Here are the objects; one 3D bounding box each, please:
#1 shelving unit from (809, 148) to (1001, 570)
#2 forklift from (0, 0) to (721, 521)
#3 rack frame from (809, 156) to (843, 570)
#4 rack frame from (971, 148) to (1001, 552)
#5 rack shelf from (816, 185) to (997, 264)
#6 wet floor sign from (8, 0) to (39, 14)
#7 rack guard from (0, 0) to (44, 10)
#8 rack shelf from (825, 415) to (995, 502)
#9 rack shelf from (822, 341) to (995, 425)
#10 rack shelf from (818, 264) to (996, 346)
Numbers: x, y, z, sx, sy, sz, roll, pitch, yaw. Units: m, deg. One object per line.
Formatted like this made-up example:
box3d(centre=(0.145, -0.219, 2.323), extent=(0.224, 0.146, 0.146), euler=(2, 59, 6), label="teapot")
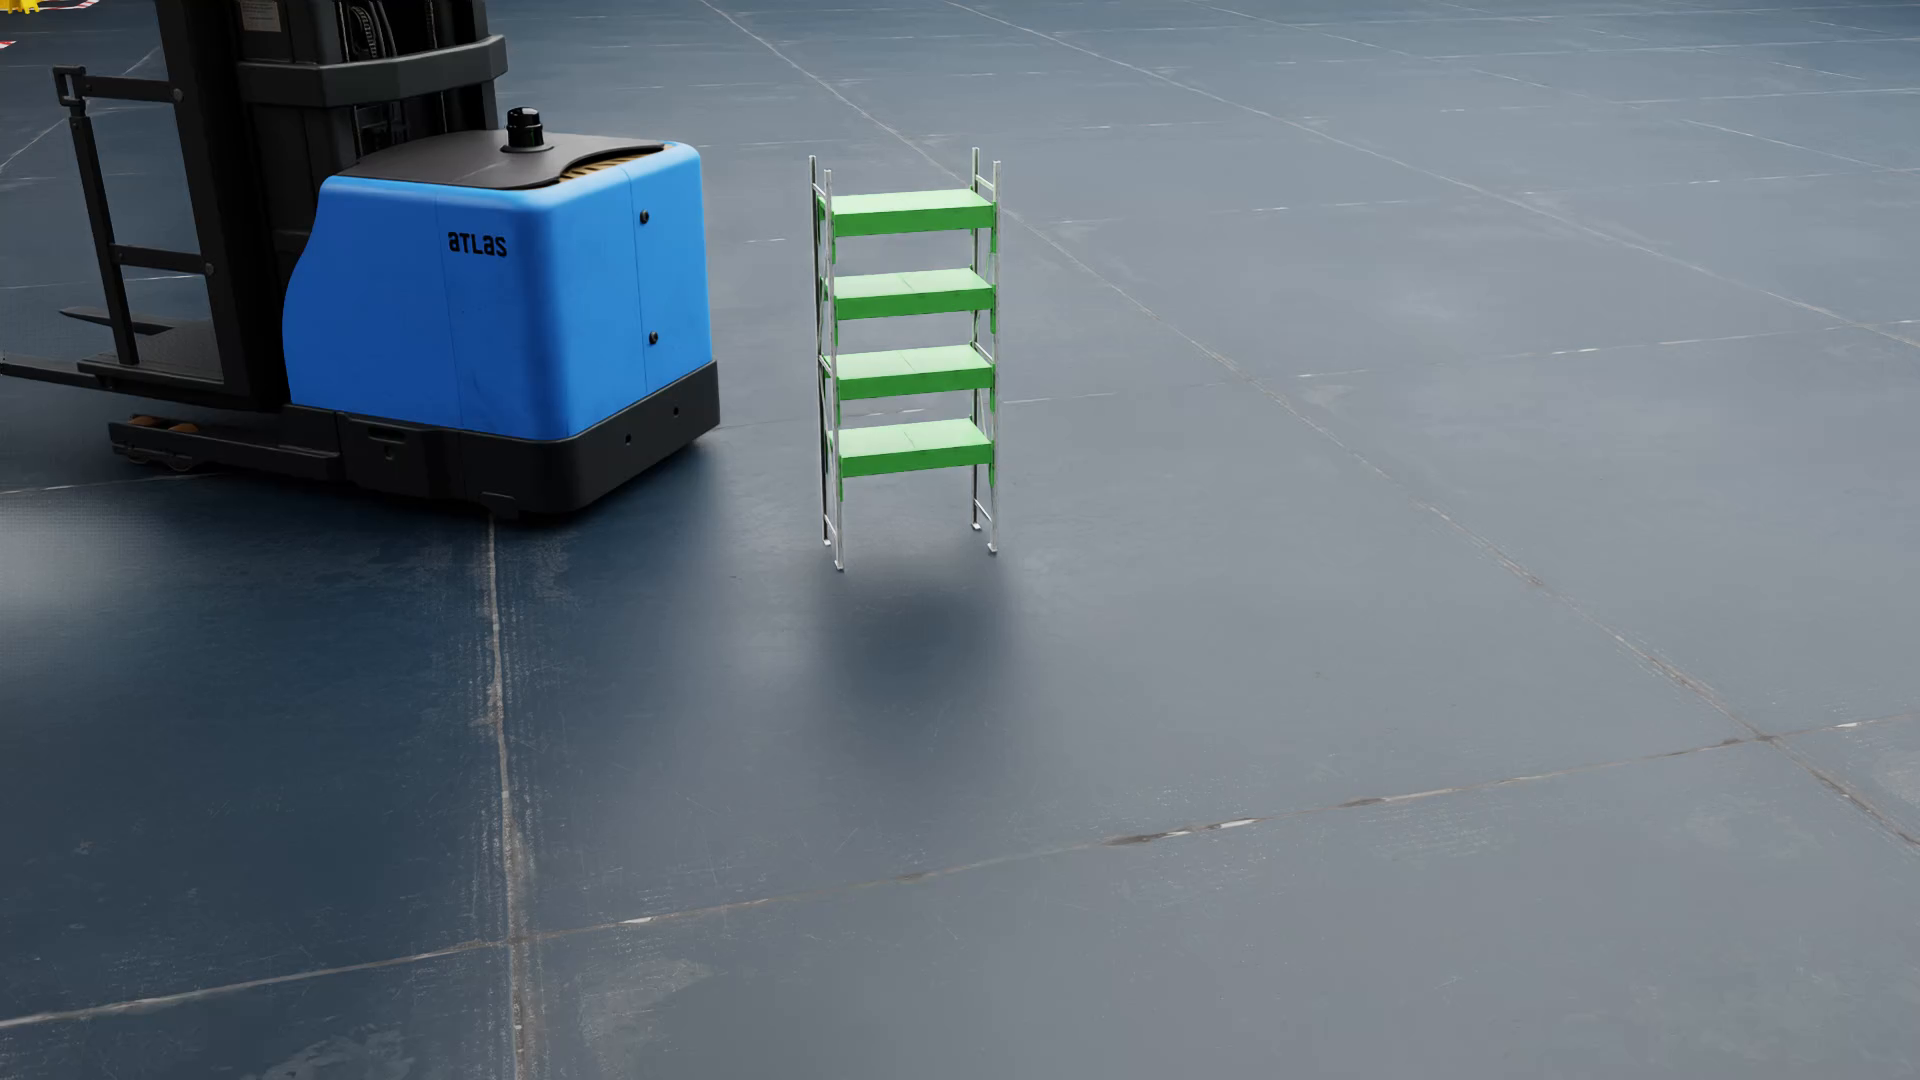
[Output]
box3d(centre=(-0.159, -0.534, 4.972), extent=(0.503, 1.200, 0.258), euler=(-6, 24, -14), label="shelving unit")
box3d(centre=(-2.442, -1.766, 5.650), extent=(3.031, 2.935, 1.130), euler=(9, 25, 20), label="forklift")
box3d(centre=(-0.394, -0.508, 4.912), extent=(0.015, 1.200, 0.240), euler=(-6, 24, -14), label="rack frame")
box3d(centre=(0.076, -0.560, 5.033), extent=(0.015, 1.200, 0.240), euler=(-6, 24, -14), label="rack frame")
box3d(centre=(-0.159, -0.916, 4.808), extent=(0.480, 0.148, 0.258), euler=(-6, 24, -14), label="rack shelf")
box3d(centre=(-11.329, -6.679, 19.998), extent=(0.232, 0.644, 0.267), euler=(2, 23, 4), label="wet floor sign")
box3d(centre=(-11.874, -6.990, 20.908), extent=(0.348, 0.500, 1.175), euler=(-6, 24, -14), label="rack guard")
box3d(centre=(-0.159, -0.254, 5.092), extent=(0.480, 0.148, 0.258), euler=(-6, 24, -14), label="rack shelf")
box3d(centre=(-0.159, -0.475, 4.998), extent=(0.480, 0.148, 0.258), euler=(-6, 24, -14), label="rack shelf")
box3d(centre=(-0.159, -0.696, 4.903), extent=(0.480, 0.148, 0.258), euler=(-6, 24, -14), label="rack shelf")
